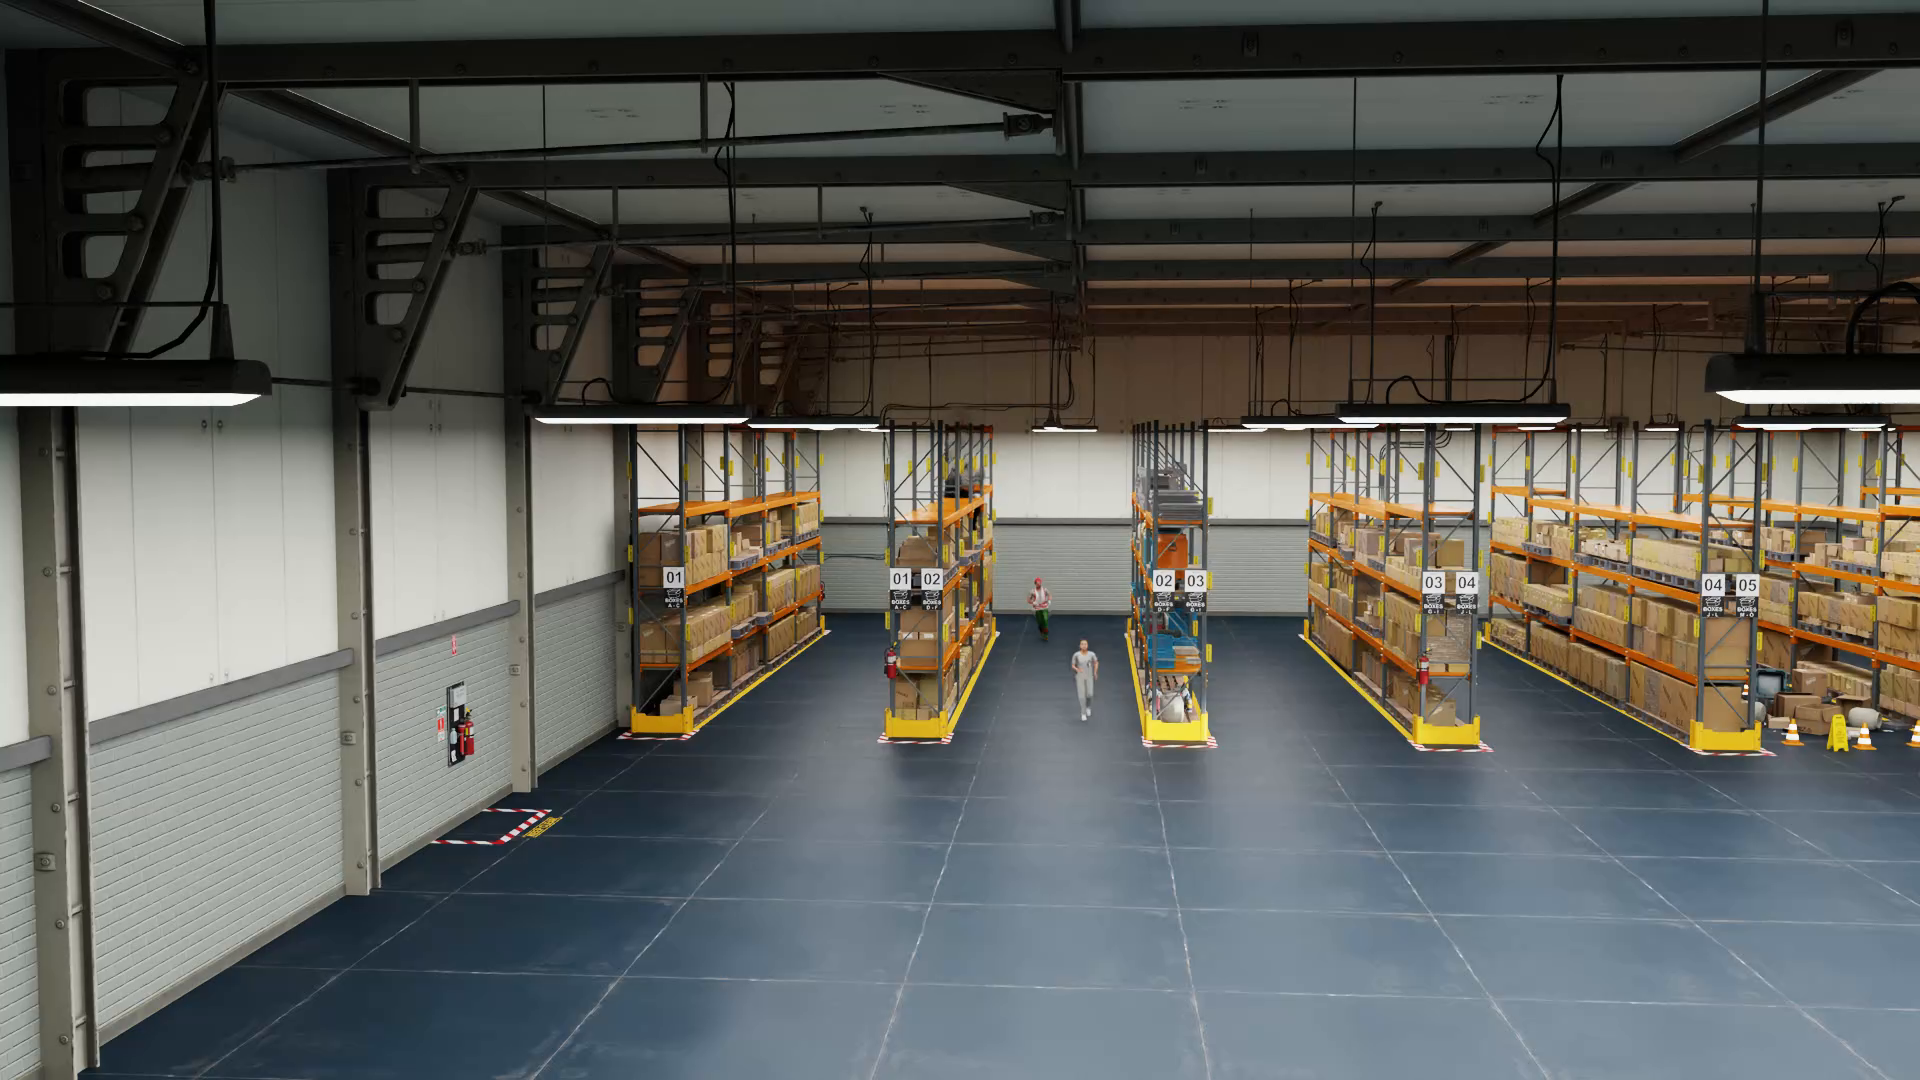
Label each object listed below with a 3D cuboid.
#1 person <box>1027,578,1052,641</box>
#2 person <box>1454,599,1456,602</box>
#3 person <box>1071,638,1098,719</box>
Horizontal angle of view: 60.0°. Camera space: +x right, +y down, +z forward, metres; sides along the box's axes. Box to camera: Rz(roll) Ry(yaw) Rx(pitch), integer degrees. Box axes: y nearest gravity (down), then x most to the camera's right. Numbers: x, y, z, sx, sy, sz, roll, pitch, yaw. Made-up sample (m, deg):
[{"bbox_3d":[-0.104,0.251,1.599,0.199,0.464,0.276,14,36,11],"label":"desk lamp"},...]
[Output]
[{"bbox_3d":[2.219,1.929,46.345,0.701,1.741,0.849,0,4,-6],"label":"person"},{"bbox_3d":[14.133,1.872,47.389,1.016,1.683,0.763,-1,4,-9],"label":"person"},{"bbox_3d":[2.508,2.792,33.319,0.550,1.633,0.571,0,4,1],"label":"person"}]
